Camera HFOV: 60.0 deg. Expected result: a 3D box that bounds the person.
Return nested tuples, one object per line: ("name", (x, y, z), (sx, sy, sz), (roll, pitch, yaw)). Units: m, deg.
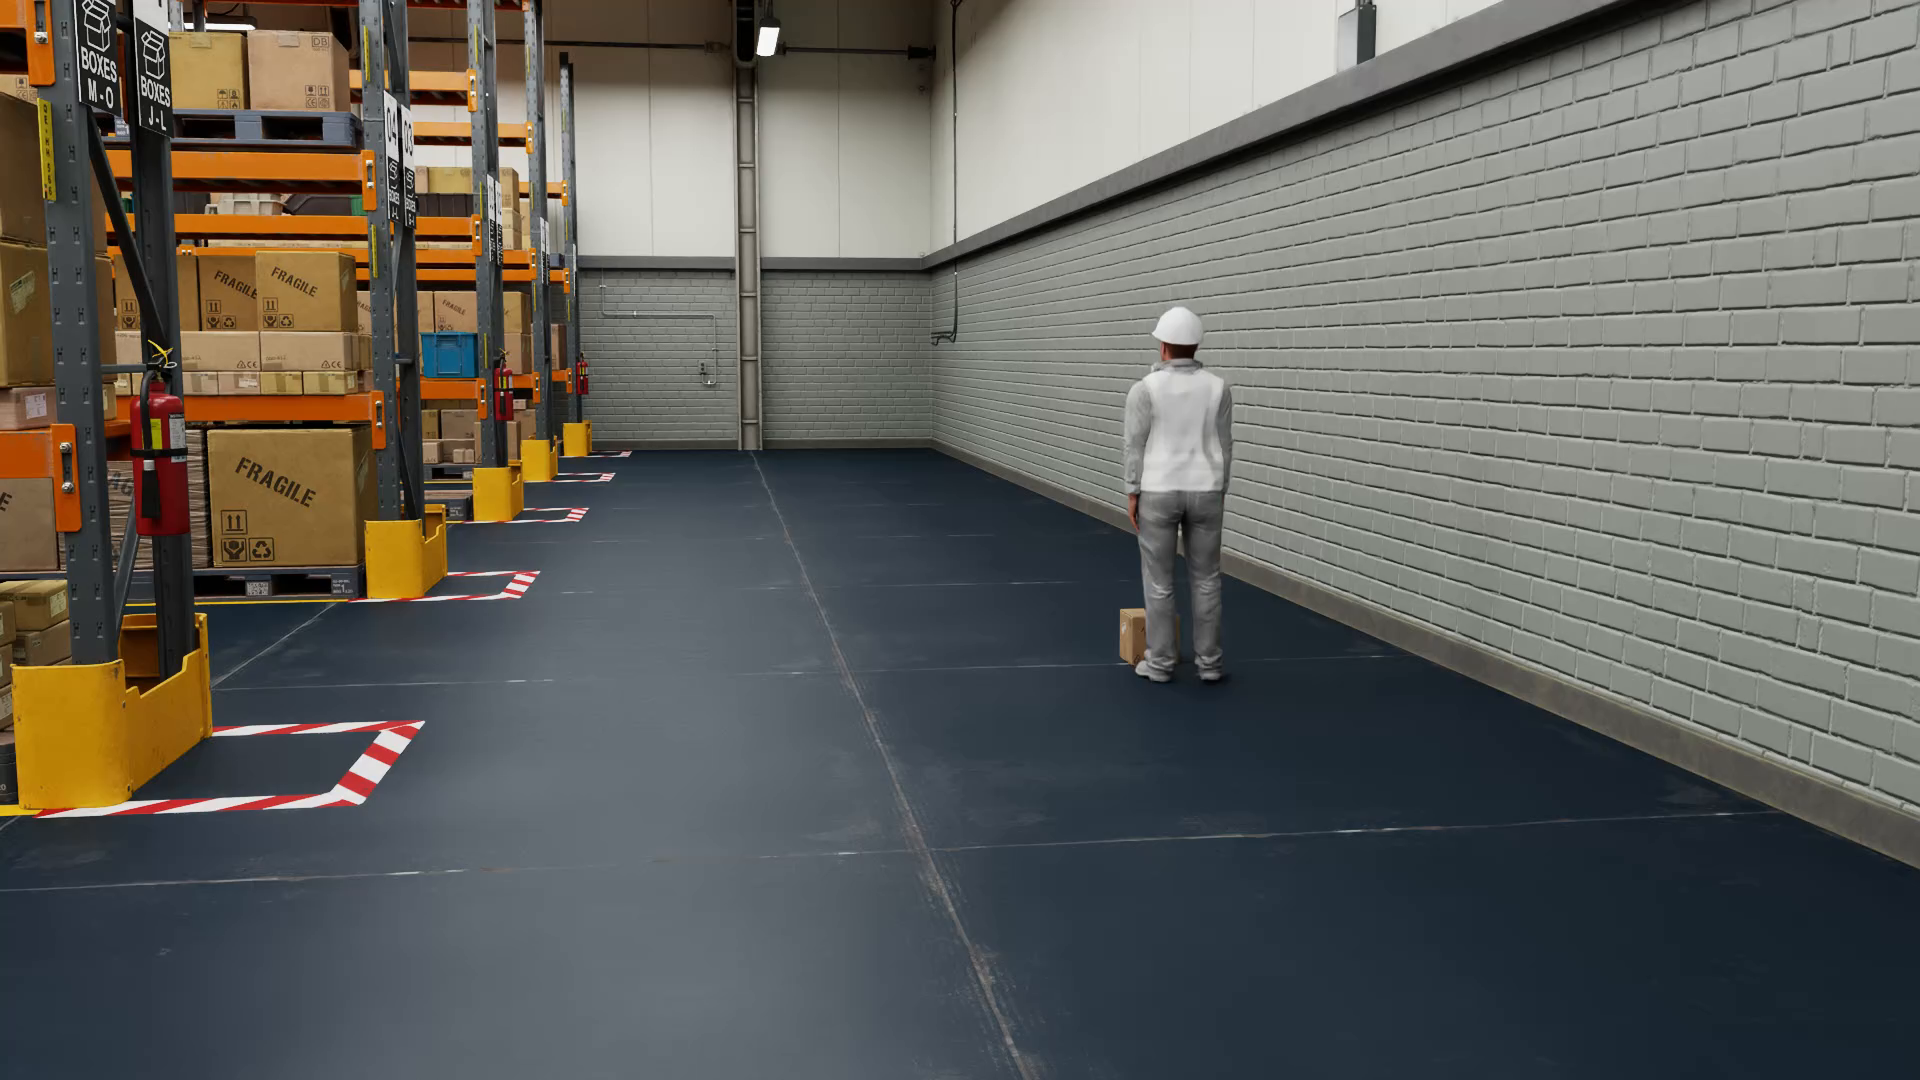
("person", (1.029, -0.208, 7.948), (0.533, 1.787, 0.357), (-1, 6, -8))
